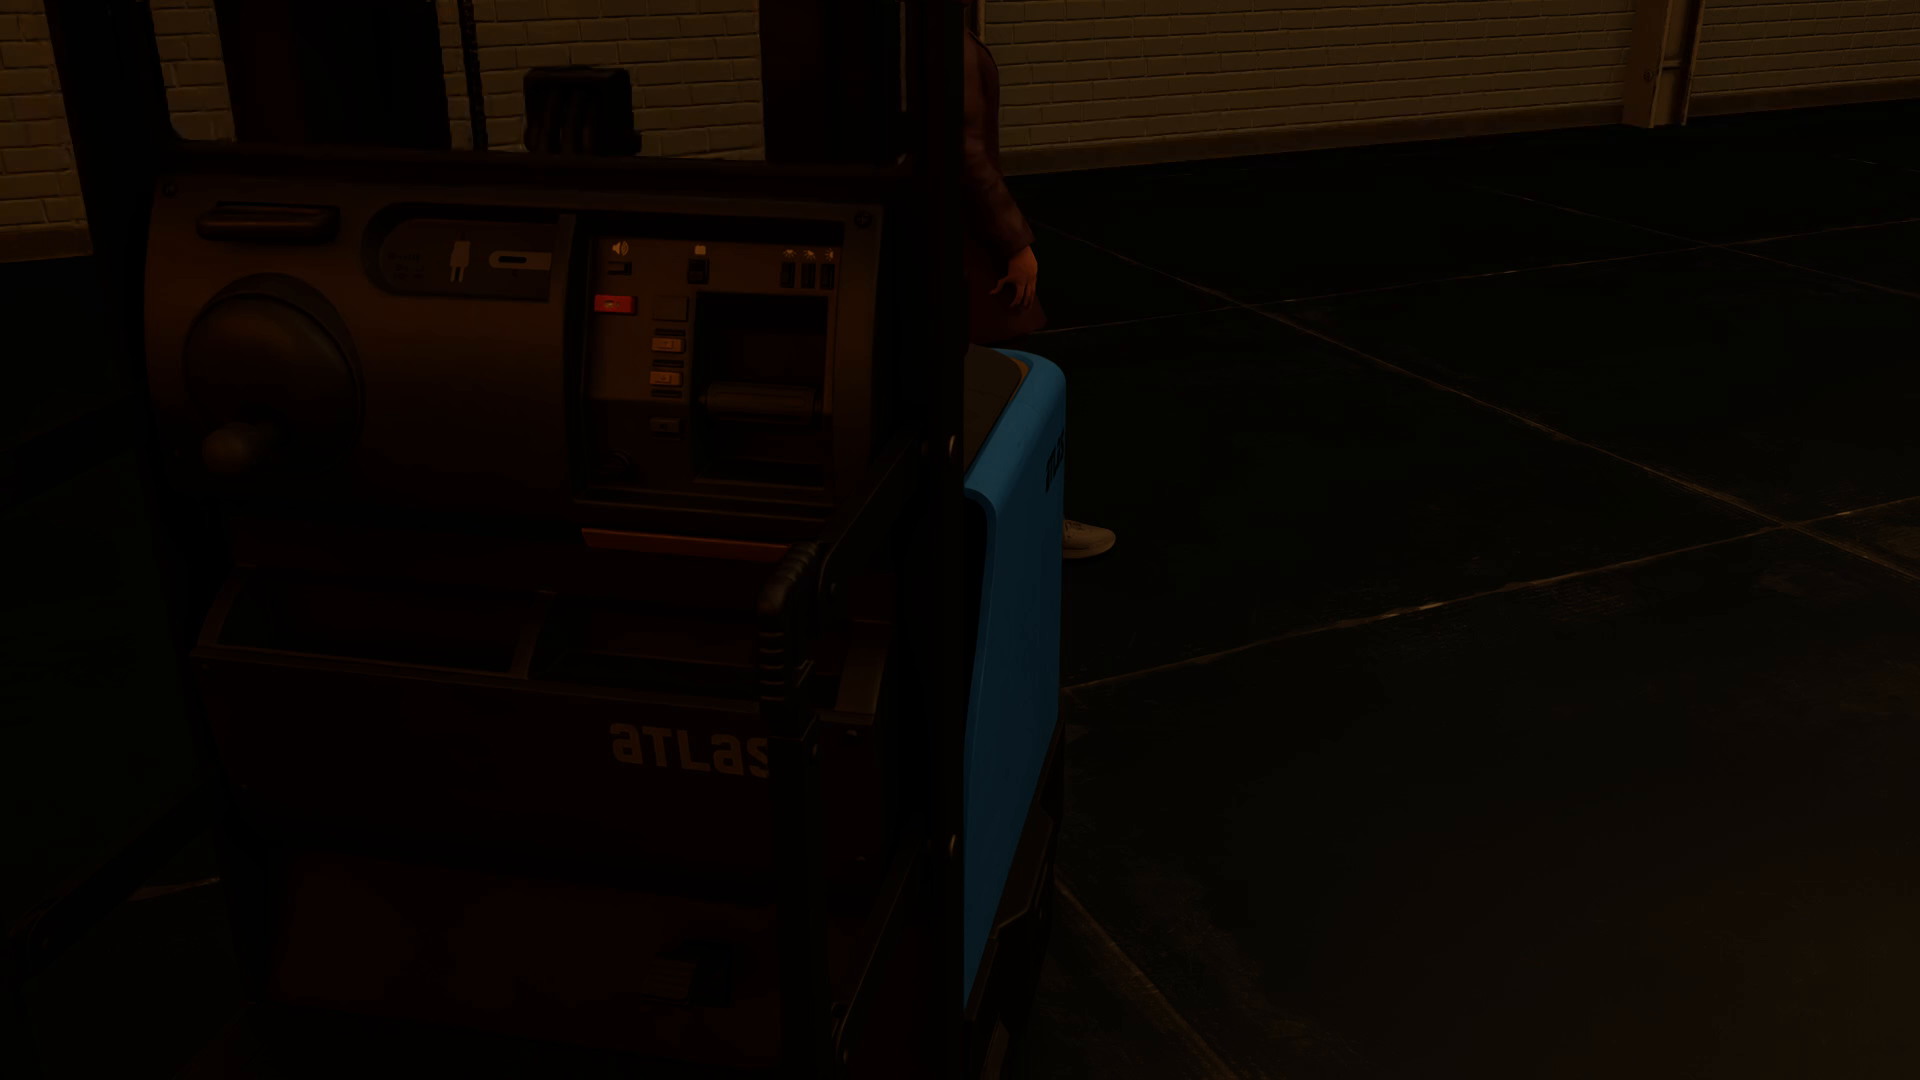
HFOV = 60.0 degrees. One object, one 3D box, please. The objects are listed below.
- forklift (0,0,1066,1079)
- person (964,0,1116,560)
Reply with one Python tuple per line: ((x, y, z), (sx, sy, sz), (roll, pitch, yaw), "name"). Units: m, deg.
((-0.587, -0.210, 1.792), (1.130, 2.935, 3.031), (5, 23, 11), "forklift")
((0.084, -0.841, 4.794), (0.582, 1.776, 0.694), (-10, 25, -23), "person")
